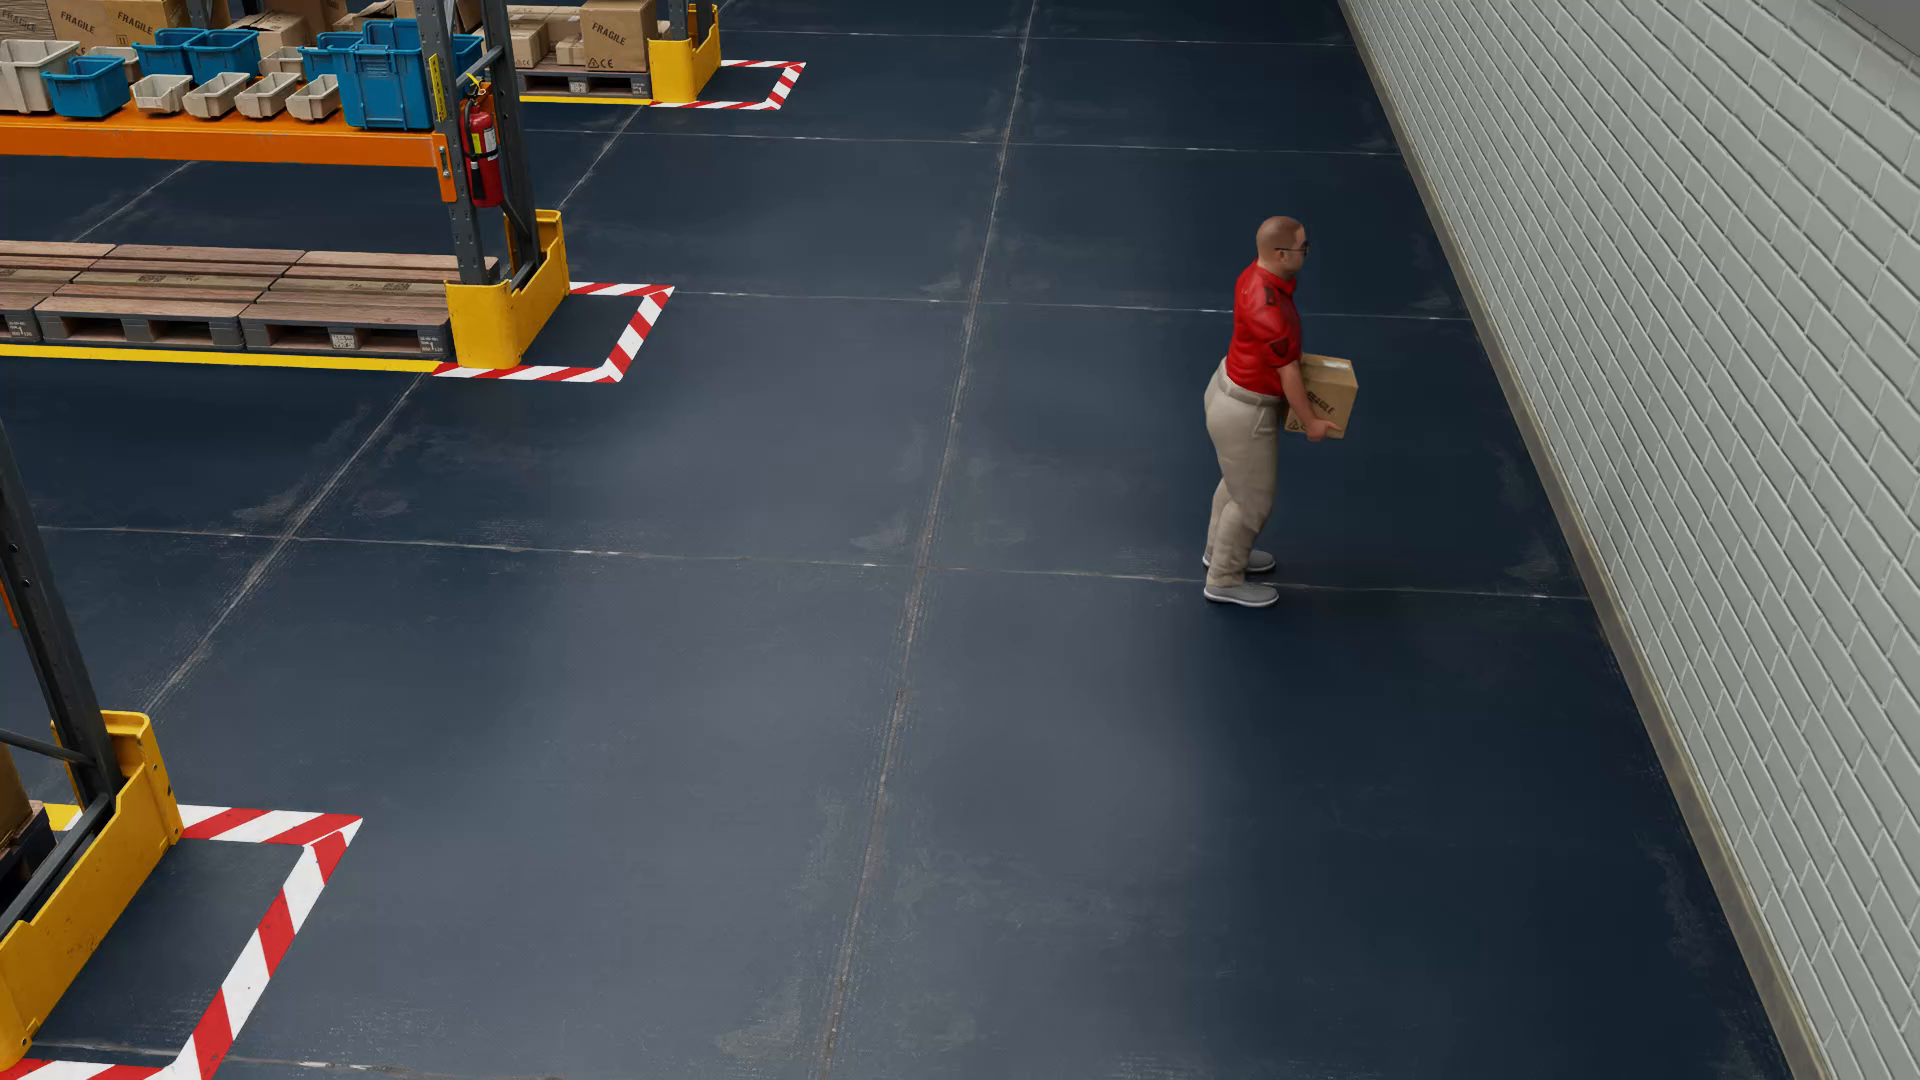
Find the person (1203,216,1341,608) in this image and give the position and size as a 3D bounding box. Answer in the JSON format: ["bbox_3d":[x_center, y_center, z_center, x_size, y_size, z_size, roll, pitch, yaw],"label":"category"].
[{"bbox_3d":[1.316,-0.547,7.047,0.557,1.724,0.488,2,32,3],"label":"person"}]
